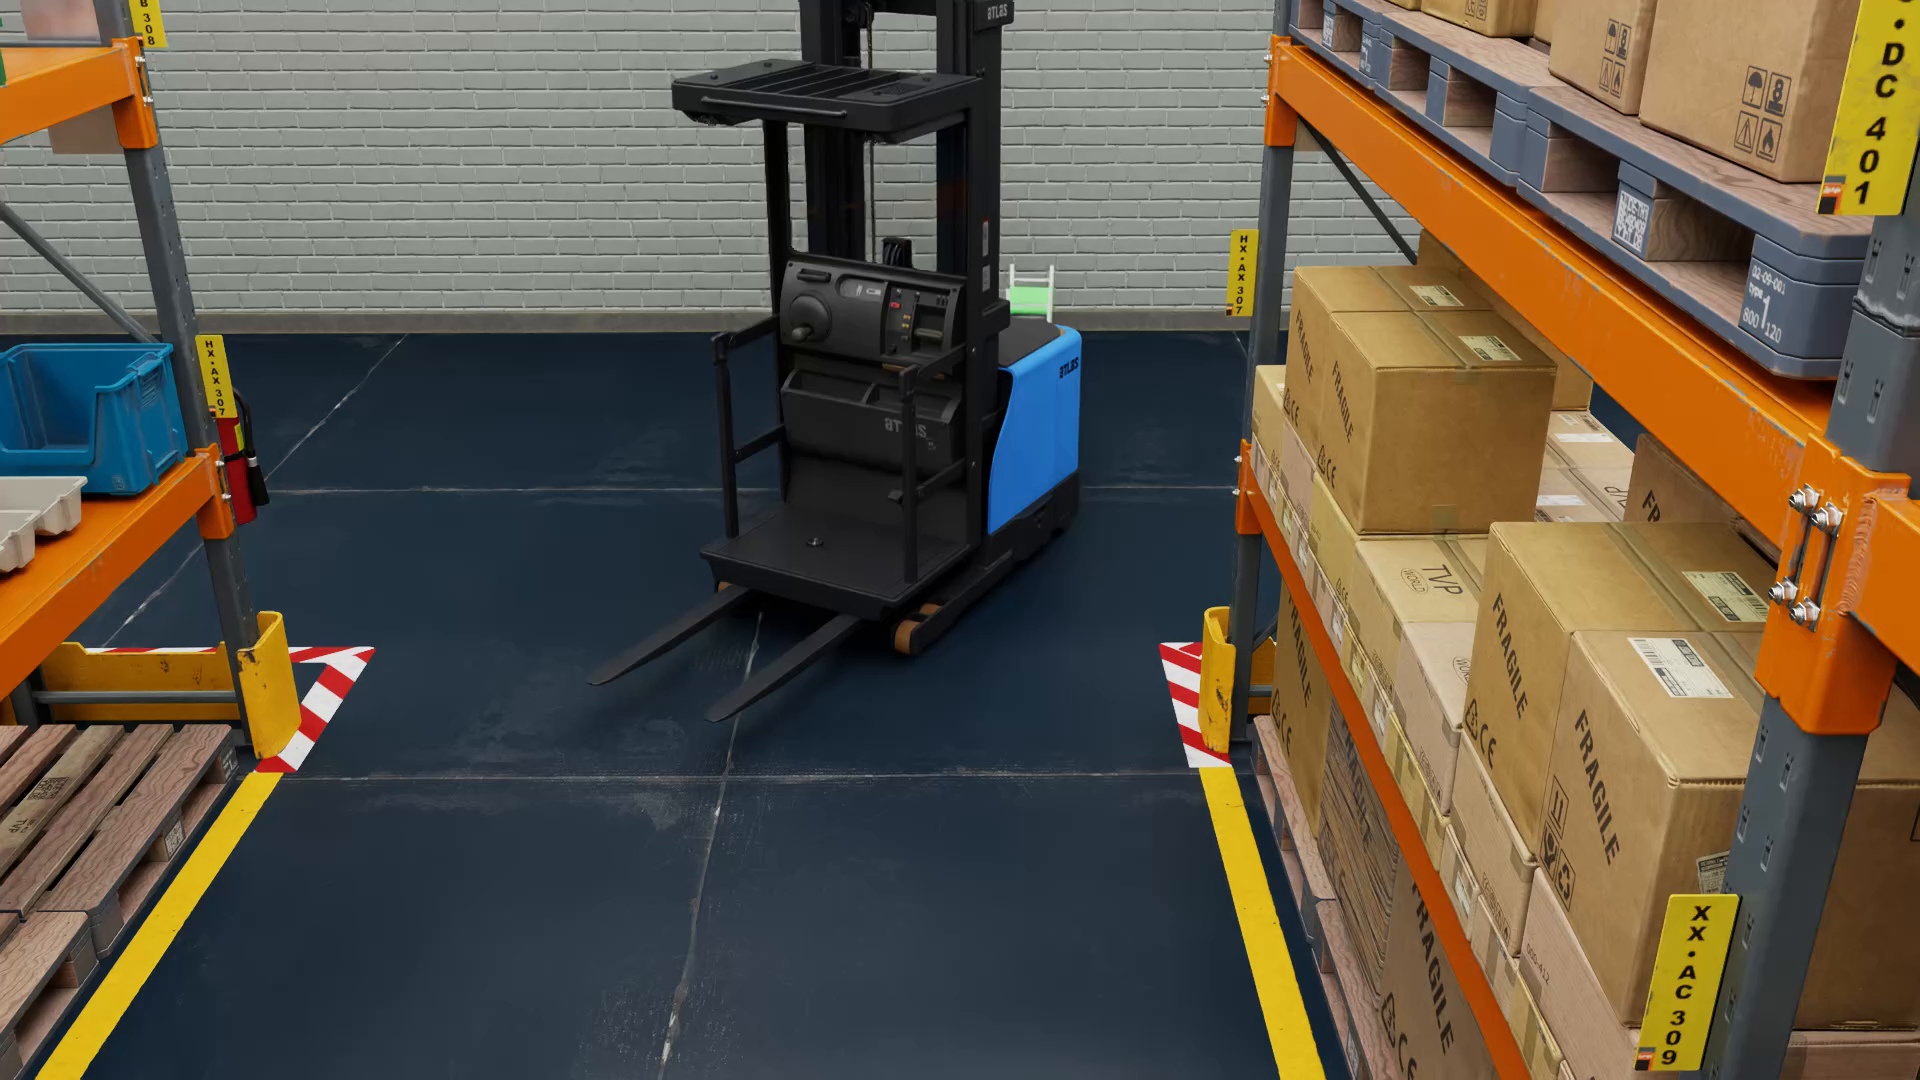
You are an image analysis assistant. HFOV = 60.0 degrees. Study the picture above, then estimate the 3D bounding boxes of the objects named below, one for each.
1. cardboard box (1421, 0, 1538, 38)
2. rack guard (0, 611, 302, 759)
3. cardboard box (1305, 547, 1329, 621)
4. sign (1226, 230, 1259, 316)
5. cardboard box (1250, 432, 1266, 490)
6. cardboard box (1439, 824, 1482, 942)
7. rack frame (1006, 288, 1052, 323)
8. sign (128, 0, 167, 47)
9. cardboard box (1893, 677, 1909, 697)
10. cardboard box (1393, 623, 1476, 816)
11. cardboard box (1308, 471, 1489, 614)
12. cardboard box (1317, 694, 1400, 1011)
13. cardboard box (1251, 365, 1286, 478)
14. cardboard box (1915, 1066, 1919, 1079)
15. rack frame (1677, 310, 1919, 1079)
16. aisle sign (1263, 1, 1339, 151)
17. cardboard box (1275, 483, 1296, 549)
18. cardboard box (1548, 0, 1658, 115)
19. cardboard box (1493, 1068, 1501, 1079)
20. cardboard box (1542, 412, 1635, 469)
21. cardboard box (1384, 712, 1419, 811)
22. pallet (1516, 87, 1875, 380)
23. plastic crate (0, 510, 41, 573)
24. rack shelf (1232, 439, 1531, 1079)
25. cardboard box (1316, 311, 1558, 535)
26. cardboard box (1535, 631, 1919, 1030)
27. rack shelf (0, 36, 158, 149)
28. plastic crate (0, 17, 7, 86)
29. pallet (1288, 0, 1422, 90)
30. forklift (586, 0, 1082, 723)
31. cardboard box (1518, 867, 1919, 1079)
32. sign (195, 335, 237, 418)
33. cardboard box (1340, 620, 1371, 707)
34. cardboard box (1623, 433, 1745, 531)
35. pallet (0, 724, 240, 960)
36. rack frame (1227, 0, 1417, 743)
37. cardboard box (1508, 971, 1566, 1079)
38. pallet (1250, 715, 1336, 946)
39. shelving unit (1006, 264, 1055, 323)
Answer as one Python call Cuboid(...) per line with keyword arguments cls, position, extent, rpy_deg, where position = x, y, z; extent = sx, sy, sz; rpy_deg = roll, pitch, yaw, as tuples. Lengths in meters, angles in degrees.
Cuboid(cls="cardboard box", position=(1.596, -1.545, 4.133), extent=(0.700, 0.500, 0.500), rpy_deg=(-2, 24, -4))
Cuboid(cls="rack guard", position=(-3.369, 0.597, 6.824), extent=(1.175, 0.500, 0.348), rpy_deg=(0, 24, -1))
Cuboid(cls="cardboard box", position=(1.284, 0.131, 5.125), extent=(0.380, 0.149, 0.250), rpy_deg=(-1, 24, -2))
Cuboid(cls="sign", position=(1.042, -0.985, 6.142), extent=(0.100, 0.325, 0.005), rpy_deg=(0, 24, -1))
Cuboid(cls="cardboard box", position=(1.271, -0.292, 6.062), extent=(0.380, 0.149, 0.250), rpy_deg=(0, 24, 0))
Cuboid(cls="cardboard box", position=(1.301, 0.766, 3.721), extent=(0.380, 0.149, 0.250), rpy_deg=(0, 24, 0))
Cuboid(cls="rack frame", position=(0.363, -0.774, 9.005), extent=(0.240, 1.200, 0.015), rpy_deg=(2, 24, 4))
Cuboid(cls="sign", position=(-2.806, -1.861, 5.711), extent=(0.100, 0.325, 0.005), rpy_deg=(0, 24, -1))
Cuboid(cls="cardboard box", position=(1.891, 0.486, 2.946), extent=(0.500, 0.500, 0.500), rpy_deg=(0, 24, -1))
Cuboid(cls="cardboard box", position=(1.359, 0.422, 3.998), extent=(0.500, 0.250, 0.500), rpy_deg=(0, 24, 1))
Cuboid(cls="cardboard box", position=(1.346, -0.002, 4.935), extent=(0.500, 0.250, 0.500), rpy_deg=(-1, 24, -2))
Cuboid(cls="cardboard box", position=(1.694, 0.860, 5.276), extent=(0.875, 0.875, 0.875), rpy_deg=(0, 24, -1))
Cuboid(cls="cardboard box", position=(1.332, -0.423, 5.866), extent=(0.500, 0.250, 0.500), rpy_deg=(-1, 24, -2))
Cuboid(cls="cardboard box", position=(1.897, 0.832, 3.092), extent=(0.500, 0.250, 0.500), rpy_deg=(-1, 24, -2))
Cuboid(cls="rack frame", position=(1.640, 1.094, 2.692), extent=(1.000, 3.000, 0.127), rpy_deg=(0, 24, -1))
Cuboid(cls="aisle sign", position=(1.296, -1.768, 5.863), extent=(0.394, 0.787, 0.004), rpy_deg=(0, 24, -1))
Cuboid(cls="cardboard box", position=(1.278, -0.081, 5.595), extent=(0.380, 0.149, 0.250), rpy_deg=(-1, 24, -2))
Cuboid(cls="cardboard box", position=(1.570, -1.099, 3.149), extent=(0.700, 0.500, 0.500), rpy_deg=(1, 24, 2))
Cuboid(cls="cardboard box", position=(1.713, 1.598, 3.646), extent=(0.875, 0.875, 0.875), rpy_deg=(0, 24, -1))
Cuboid(cls="cardboard box", position=(1.872, -0.214, 5.405), extent=(0.500, 0.250, 0.500), rpy_deg=(-1, 24, -1))
Cuboid(cls="cardboard box", position=(1.295, 0.554, 4.189), extent=(0.380, 0.149, 0.250), rpy_deg=(-1, 24, -1))
Cuboid(cls="pallet", position=(1.642, -0.570, 2.838), extent=(1.003, 0.211, 1.213), rpy_deg=(0, 24, -1))
Cuboid(cls="plastic crate", position=(-3.177, 0.015, 5.324), extent=(0.396, 0.136, 0.243), rpy_deg=(0, 24, -1))
Cuboid(cls="rack shelf", position=(1.618, 0.597, 4.663), extent=(1.077, 0.370, 4.000), rpy_deg=(0, 24, -1))
Cuboid(cls="cardboard box", position=(1.349, -0.345, 4.784), extent=(0.500, 0.500, 0.500), rpy_deg=(-1, 24, -2))
Cuboid(cls="cardboard box", position=(1.368, 0.496, 2.923), extent=(0.500, 0.500, 0.500), rpy_deg=(0, 24, 1))
Cuboid(cls="rack shelf", position=(-3.334, -0.747, 3.995), extent=(1.077, 0.370, 4.000), rpy_deg=(0, 24, -1))
Cuboid(cls="plastic crate", position=(-3.060, -1.397, 4.817), extent=(0.450, 0.188, 0.336), rpy_deg=(0, 24, -1))
Cuboid(cls="pallet", position=(1.615, -1.575, 5.061), extent=(1.003, 0.211, 1.213), rpy_deg=(0, 24, -1))
Cuboid(cls="forklift", position=(-0.522, -1.019, 7.445), extent=(1.130, 2.935, 3.031), rpy_deg=(13, 27, 27))
Cuboid(cls="cardboard box", position=(1.373, 0.846, 3.061), extent=(0.500, 0.250, 0.500), rpy_deg=(-1, 24, -2))
Cuboid(cls="sign", position=(-2.806, -0.616, 6.274), extent=(0.100, 0.325, 0.005), rpy_deg=(0, 24, -1))
Cuboid(cls="cardboard box", position=(1.289, 0.341, 4.660), extent=(0.380, 0.149, 0.250), rpy_deg=(-1, 24, -2))
Cuboid(cls="cardboard box", position=(1.883, 0.069, 3.869), extent=(0.500, 0.500, 0.500), rpy_deg=(-1, 24, -2))
Cuboid(cls="pallet", position=(-3.386, 1.078, 6.110), extent=(1.003, 0.211, 1.213), rpy_deg=(0, 24, -1))
Cuboid(cls="rack frame", position=(1.597, -0.555, 6.336), extent=(1.000, 3.000, 0.127), rpy_deg=(0, 24, -1))
Cuboid(cls="cardboard box", position=(1.306, 0.978, 3.253), extent=(0.380, 0.149, 0.250), rpy_deg=(0, 24, 0))
Cuboid(cls="pallet", position=(1.684, 1.045, 6.183), extent=(1.003, 0.211, 1.213), rpy_deg=(0, 24, -1))
Cuboid(cls="shelving unit", position=(0.380, -0.874, 9.227), extent=(0.258, 1.200, 0.503), rpy_deg=(2, 24, 4))
